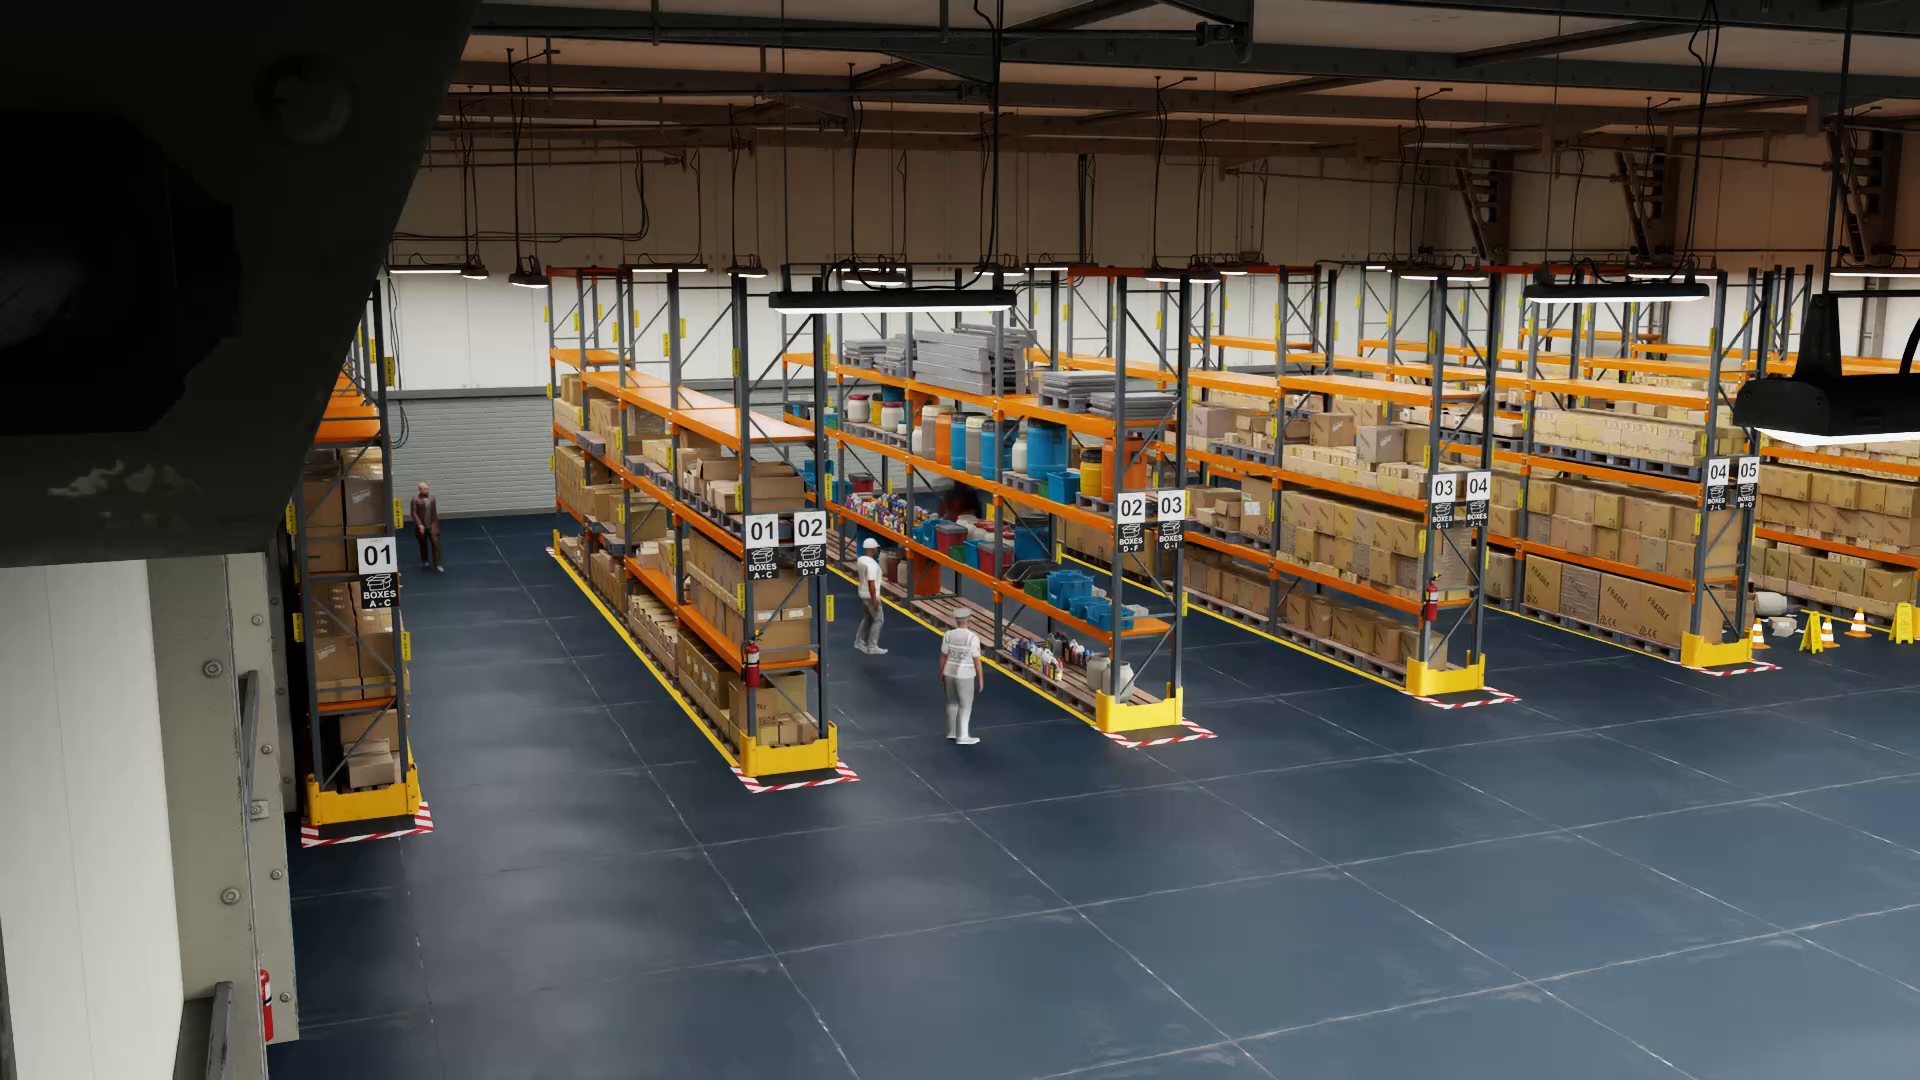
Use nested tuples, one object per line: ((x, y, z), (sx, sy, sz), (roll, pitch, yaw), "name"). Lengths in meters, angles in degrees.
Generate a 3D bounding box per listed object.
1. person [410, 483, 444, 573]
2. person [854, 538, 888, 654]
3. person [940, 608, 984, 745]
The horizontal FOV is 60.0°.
((-10.597, -0.268, 32.995), (0.561, 1.737, 1.024), (-4, 11, -23), "person")
((-1.346, 0.879, 25.102), (0.469, 1.825, 0.642), (-2, 10, -13), "person")
((0.044, 1.763, 21.518), (0.478, 1.768, 0.595), (-10, 14, -44), "person")
